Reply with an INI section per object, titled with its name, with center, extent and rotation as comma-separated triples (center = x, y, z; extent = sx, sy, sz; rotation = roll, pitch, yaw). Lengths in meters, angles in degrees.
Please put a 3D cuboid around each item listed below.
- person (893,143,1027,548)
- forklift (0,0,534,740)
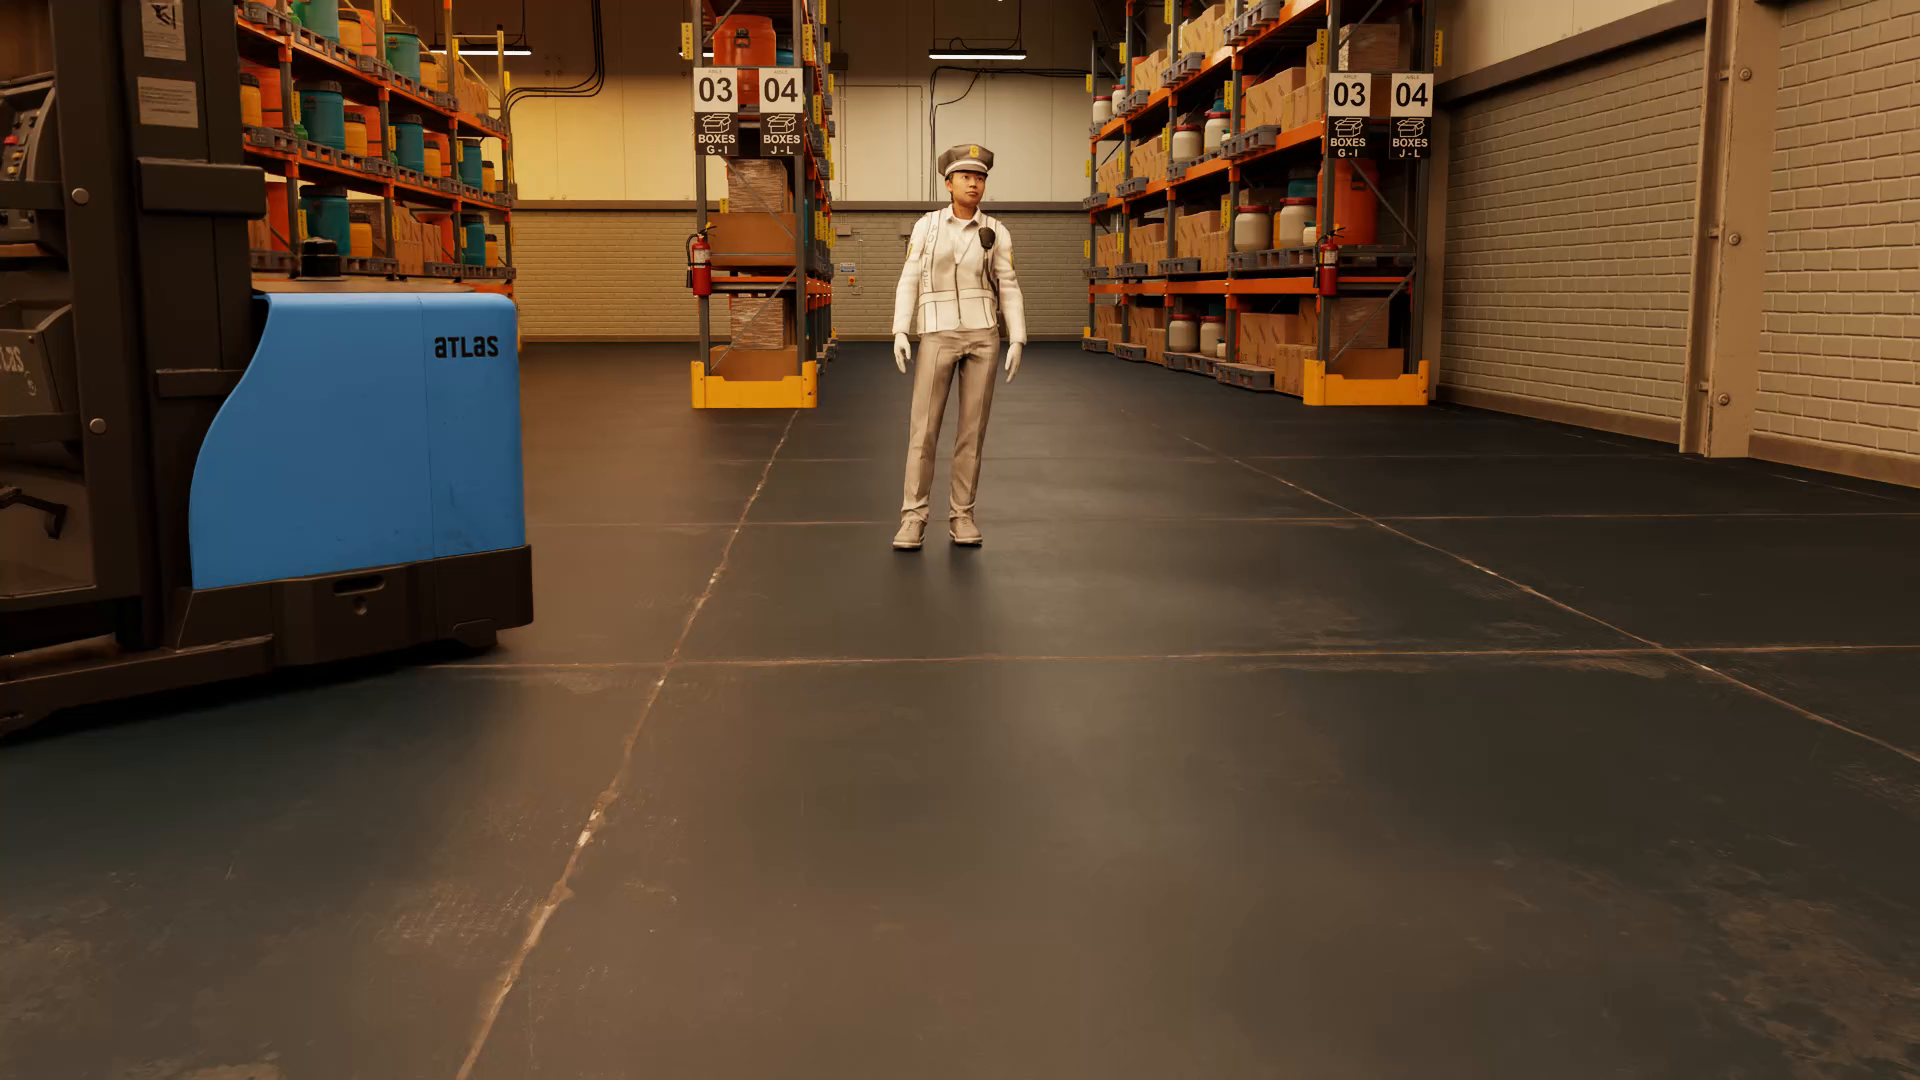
[person]
center = -0.003, -0.835, 7.117
extent = 0.586, 1.694, 0.531
rotation = -1, 8, -4
[forklift]
center = -2.665, -1.011, 4.137
extent = 1.130, 2.935, 3.031
rotation = 7, 11, 41
